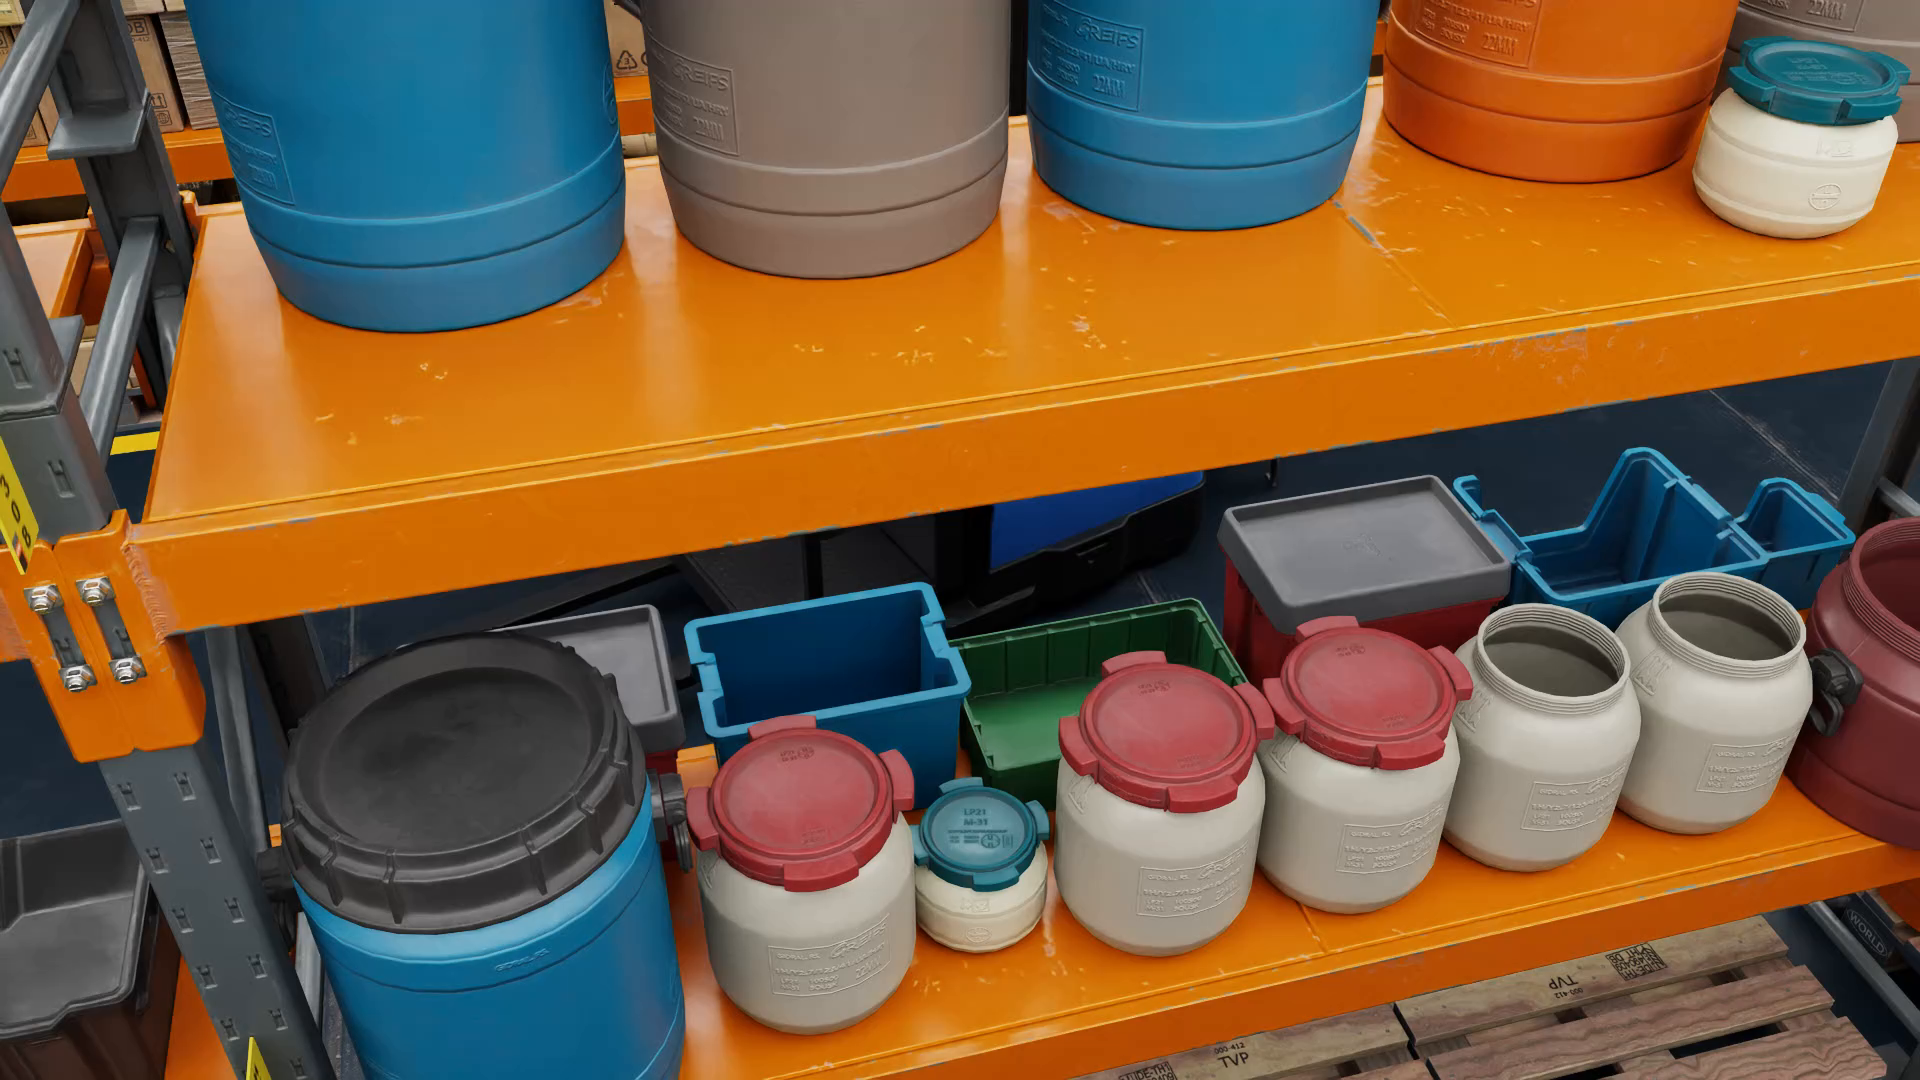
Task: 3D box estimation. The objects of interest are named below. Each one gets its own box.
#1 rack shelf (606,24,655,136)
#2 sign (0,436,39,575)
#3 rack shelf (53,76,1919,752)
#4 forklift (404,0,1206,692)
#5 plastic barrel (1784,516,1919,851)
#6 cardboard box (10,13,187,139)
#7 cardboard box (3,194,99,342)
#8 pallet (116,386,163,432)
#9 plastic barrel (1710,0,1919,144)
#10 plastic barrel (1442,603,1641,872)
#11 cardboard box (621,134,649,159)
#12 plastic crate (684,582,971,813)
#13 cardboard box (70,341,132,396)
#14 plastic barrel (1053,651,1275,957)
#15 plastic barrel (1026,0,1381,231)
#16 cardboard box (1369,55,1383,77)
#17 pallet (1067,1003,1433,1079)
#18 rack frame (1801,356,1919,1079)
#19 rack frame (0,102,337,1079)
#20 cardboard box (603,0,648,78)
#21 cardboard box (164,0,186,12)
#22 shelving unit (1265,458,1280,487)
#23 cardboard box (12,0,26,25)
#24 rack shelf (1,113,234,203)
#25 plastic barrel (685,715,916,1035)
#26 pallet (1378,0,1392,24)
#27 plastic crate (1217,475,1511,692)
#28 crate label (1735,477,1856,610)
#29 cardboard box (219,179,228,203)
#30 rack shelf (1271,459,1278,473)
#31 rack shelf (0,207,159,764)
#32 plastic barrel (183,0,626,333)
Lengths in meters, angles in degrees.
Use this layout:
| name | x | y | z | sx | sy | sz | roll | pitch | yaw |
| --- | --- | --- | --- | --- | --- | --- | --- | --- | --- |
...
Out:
| name | x | y | z | sx | sy | sz | roll | pitch | yaw |
| --- | --- | --- | --- | --- | --- | --- | --- | --- | --- |
| rack shelf | -0.638 | -2.181 | 7.724 | 4.000 | 0.370 | 1.077 | -9 | 38 | -12 |
| sign | -1.148 | -0.114 | 1.955 | 0.005 | 0.325 | 0.100 | -9 | 38 | -12 |
| rack shelf | 0.650 | -0.466 | 3.014 | 4.000 | 0.370 | 1.077 | -9 | 38 | -12 |
| forklift | -0.544 | -0.922 | 5.542 | 3.031 | 2.935 | 1.130 | -21 | 42 | -26 |
| plastic barrel | 2.212 | 0.320 | 3.751 | 0.708 | 0.536 | 0.600 | -9 | 38 | -12 |
| cardboard box | -3.503 | -2.028 | 6.850 | 0.500 | 0.500 | 0.700 | -10 | 38 | -12 |
| cardboard box | -3.927 | -1.167 | 7.107 | 0.500 | 0.500 | 0.500 | -9 | 38 | -12 |
| pallet | -3.347 | -0.941 | 7.806 | 1.213 | 0.211 | 1.003 | -9 | 38 | -12 |
| plastic barrel | 1.732 | -1.265 | 3.054 | 0.600 | 0.901 | 0.600 | 0 | 37 | 0 |
| plastic barrel | 1.237 | 0.433 | 3.623 | 0.421 | 0.512 | 0.421 | 0 | 37 | 0 |
| cardboard box | -1.752 | -1.766 | 8.045 | 0.500 | 0.311 | 0.500 | -8 | 38 | -11 |
| plastic crate | -0.297 | 0.405 | 3.765 | 0.575 | 0.384 | 0.392 | -9 | 38 | -12 |
| cardboard box | -3.923 | -0.862 | 7.325 | 0.500 | 0.250 | 0.500 | -9 | 38 | -12 |
| plastic barrel | 0.408 | 0.563 | 3.433 | 0.433 | 0.535 | 0.433 | 0 | 37 | 0 |
| plastic barrel | 0.417 | -1.050 | 2.772 | 0.708 | 0.901 | 0.600 | -9 | 38 | -12 |
| cardboard box | 2.188 | -2.561 | 8.707 | 0.500 | 0.250 | 0.500 | -8 | 38 | -10 |
| pallet | 0.647 | 1.521 | 4.588 | 1.213 | 0.211 | 1.003 | -9 | 38 | -12 |
| rack frame | 2.581 | 0.122 | 4.121 | 0.127 | 3.000 | 1.000 | -9 | 38 | -12 |
| rack frame | -1.281 | 0.756 | 3.293 | 0.127 | 3.000 | 1.000 | -9 | 38 | -12 |
| cardboard box | -1.314 | -2.385 | 7.317 | 0.500 | 0.500 | 0.500 | -7 | 38 | -9 |
| cardboard box | -3.014 | -2.241 | 6.594 | 0.250 | 0.149 | 0.380 | -10 | 39 | -13 |
| shelving unit | 1.049 | -1.149 | 6.522 | 0.503 | 2.100 | 0.431 | -8 | 38 | -10 |
| cardboard box | -3.520 | -2.155 | 6.483 | 0.250 | 0.149 | 0.380 | -9 | 38 | -12 |
| rack shelf | -4.499 | -1.547 | 6.896 | 4.000 | 0.370 | 1.077 | -9 | 38 | -12 |
| plastic barrel | -0.300 | 0.679 | 3.281 | 0.433 | 0.535 | 0.433 | 0 | 37 | 0 |
| pallet | 1.929 | -2.856 | 8.173 | 1.003 | 0.211 | 1.213 | -9 | 38 | -12 |
| plastic crate | 0.941 | 0.174 | 4.002 | 0.583 | 0.464 | 0.402 | -9 | 38 | -12 |
| crate label | 2.077 | 0.036 | 4.372 | 0.416 | 0.233 | 0.303 | -9 | 38 | -12 |
| cardboard box | -3.578 | -1.549 | 7.606 | 0.500 | 0.500 | 0.500 | -9 | 38 | -12 |
| rack shelf | 1.049 | -0.580 | 6.953 | 0.480 | 0.518 | 0.431 | -8 | 38 | -10 |
| rack shelf | -3.211 | 0.167 | 2.186 | 4.000 | 0.370 | 1.077 | -9 | 38 | -12 |
| plastic barrel | -0.846 | -0.842 | 2.501 | 0.708 | 0.901 | 0.600 | -9 | 38 | -12 |
